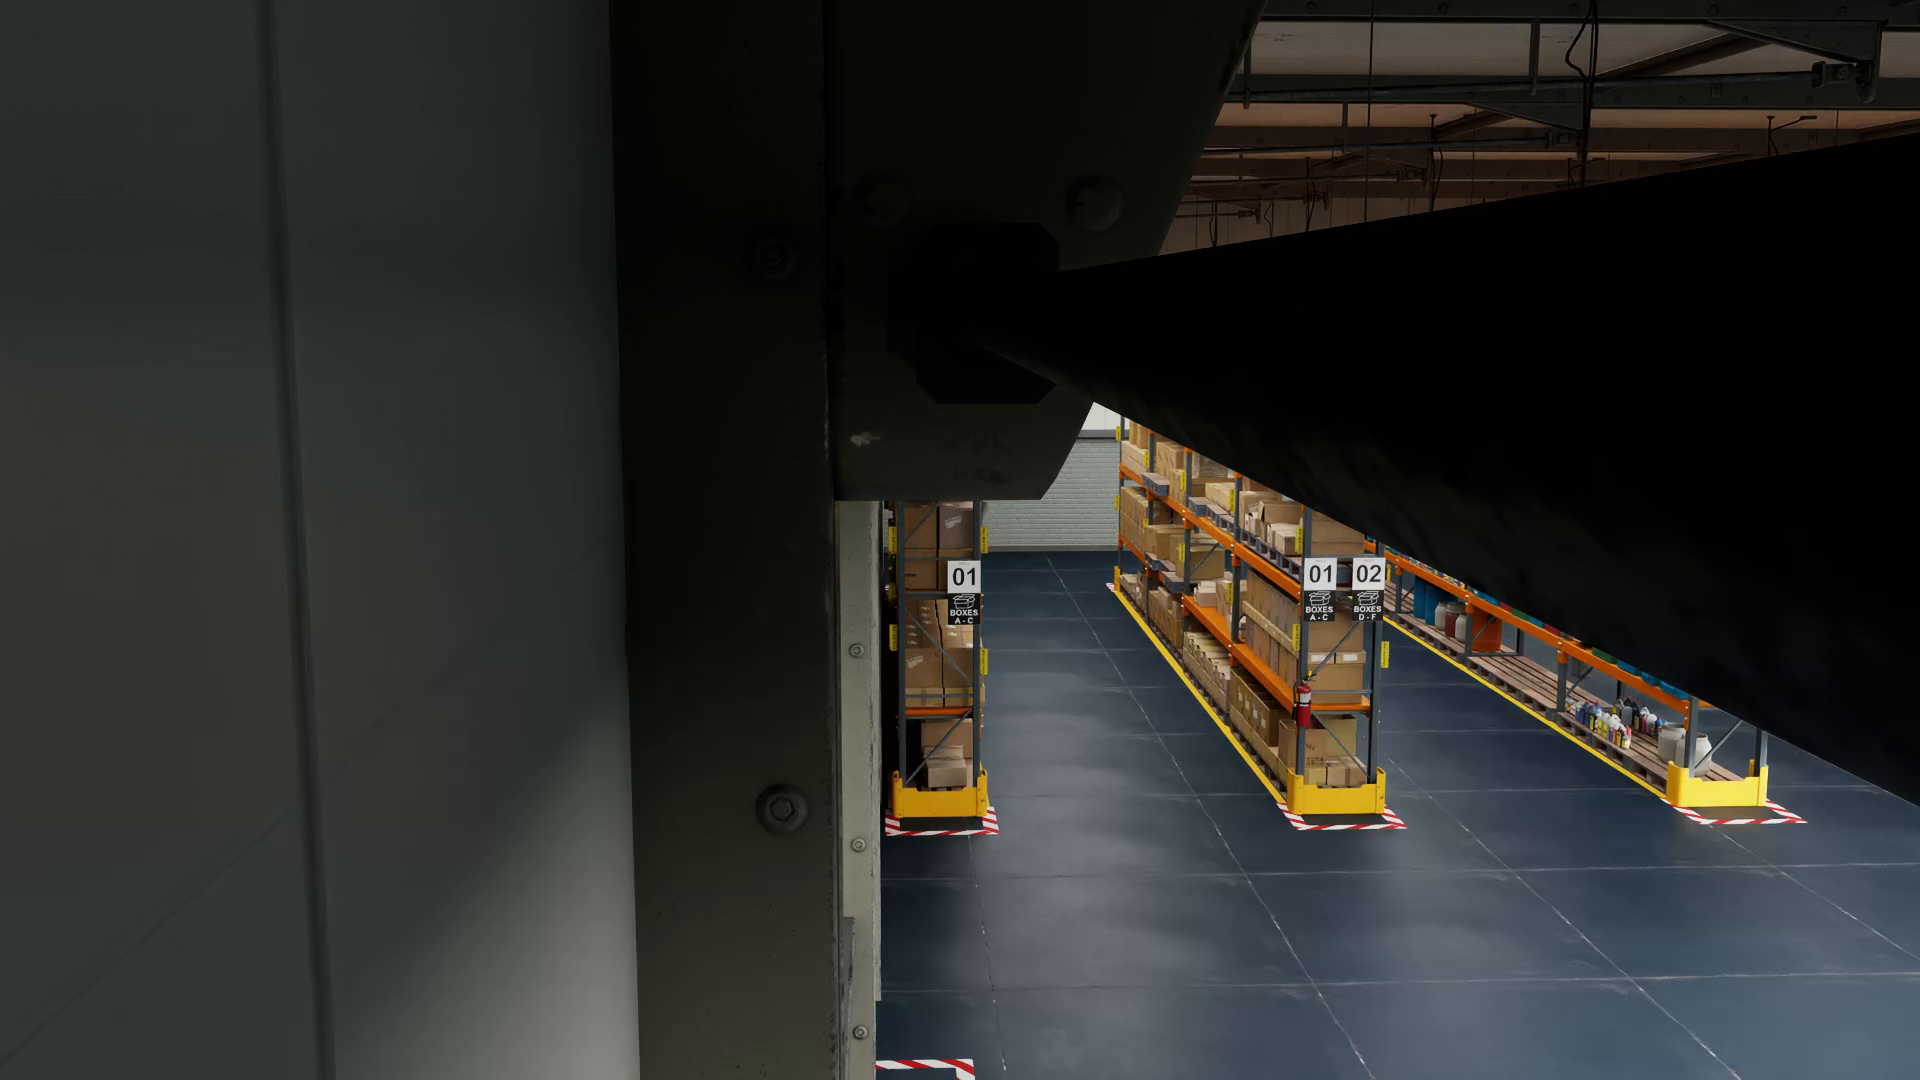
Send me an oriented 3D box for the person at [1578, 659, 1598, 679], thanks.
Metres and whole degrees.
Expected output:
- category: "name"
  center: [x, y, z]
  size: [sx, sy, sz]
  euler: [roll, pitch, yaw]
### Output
- category: "person"
  center: [10.583, 1.500, 28.008]
  size: [0.575, 1.659, 0.392]
  euler: [-3, 9, -19]
